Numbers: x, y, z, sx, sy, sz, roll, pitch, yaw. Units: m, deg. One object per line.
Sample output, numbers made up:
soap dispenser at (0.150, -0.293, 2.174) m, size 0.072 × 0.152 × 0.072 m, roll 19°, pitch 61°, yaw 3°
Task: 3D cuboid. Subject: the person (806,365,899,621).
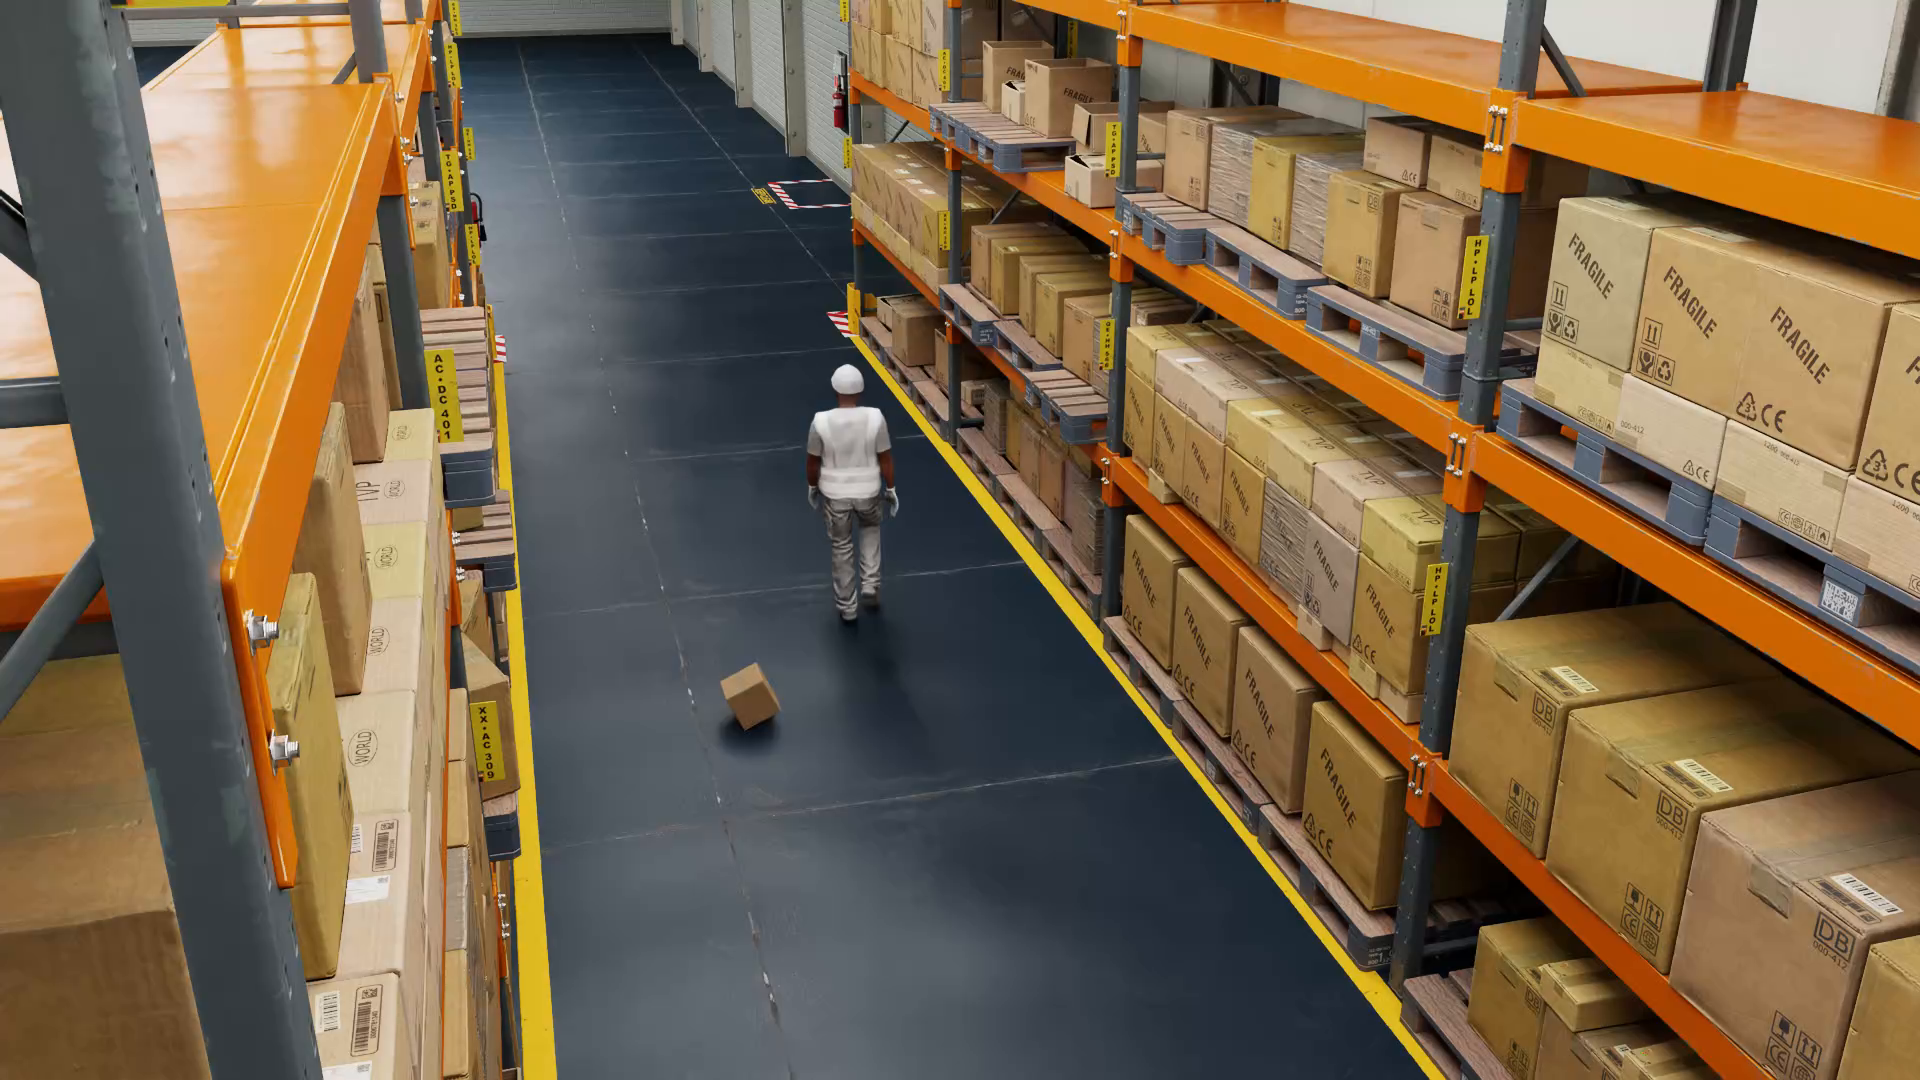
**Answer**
person at (-0.740, -0.330, 11.328) m, size 0.603 × 1.820 × 0.471 m, roll -4°, pitch 23°, yaw -10°
